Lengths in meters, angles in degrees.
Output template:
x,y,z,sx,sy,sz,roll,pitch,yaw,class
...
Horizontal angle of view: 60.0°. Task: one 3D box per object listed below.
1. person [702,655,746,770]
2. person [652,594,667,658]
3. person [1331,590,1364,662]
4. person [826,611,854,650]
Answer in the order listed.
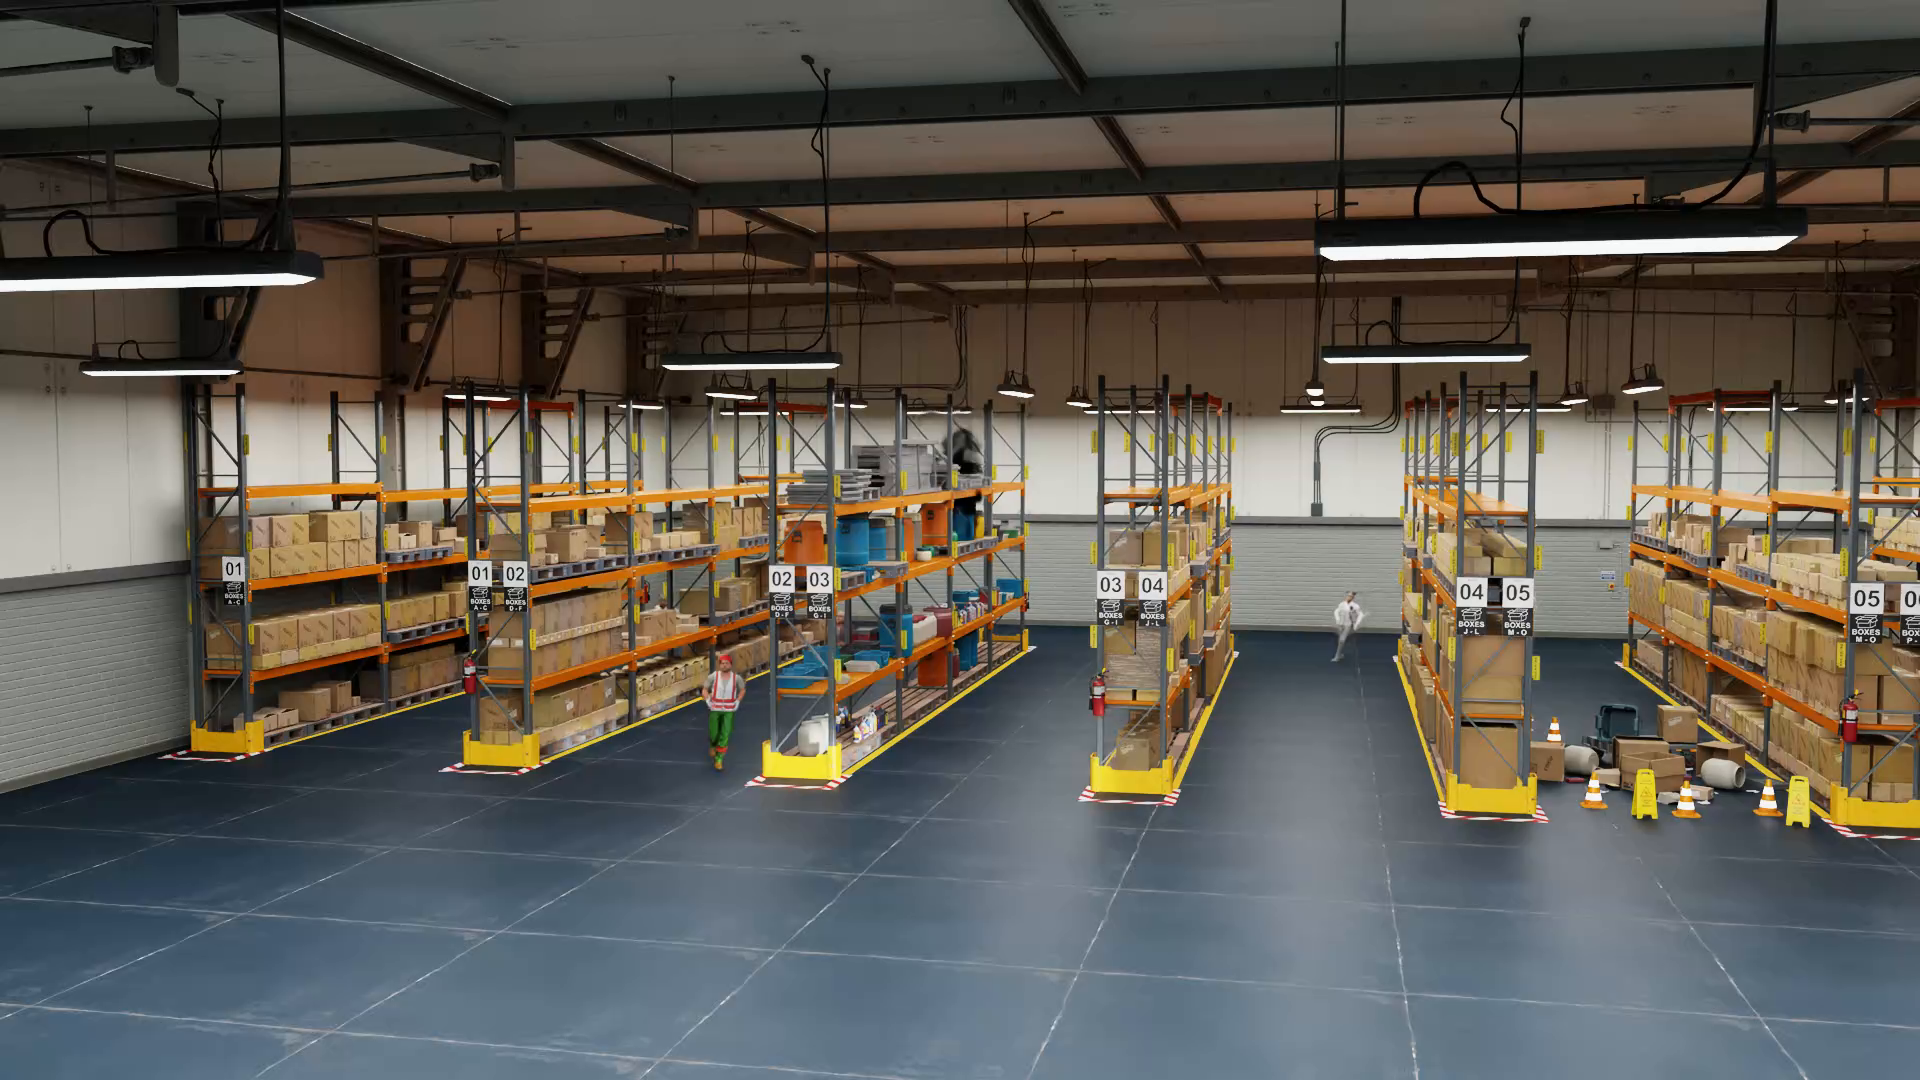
x,y,z,sx,sy,sz,roll,pitch,yaw,class
-3.675,2.654,25.919,0.676,1.755,0.736,0,3,-8,person
-6.521,2.046,36.344,0.710,1.757,0.563,1,3,15,person
8.935,1.976,38.338,0.672,1.644,0.823,2,4,36,person
-2.361,2.258,32.566,0.699,1.746,0.748,1,3,13,person
